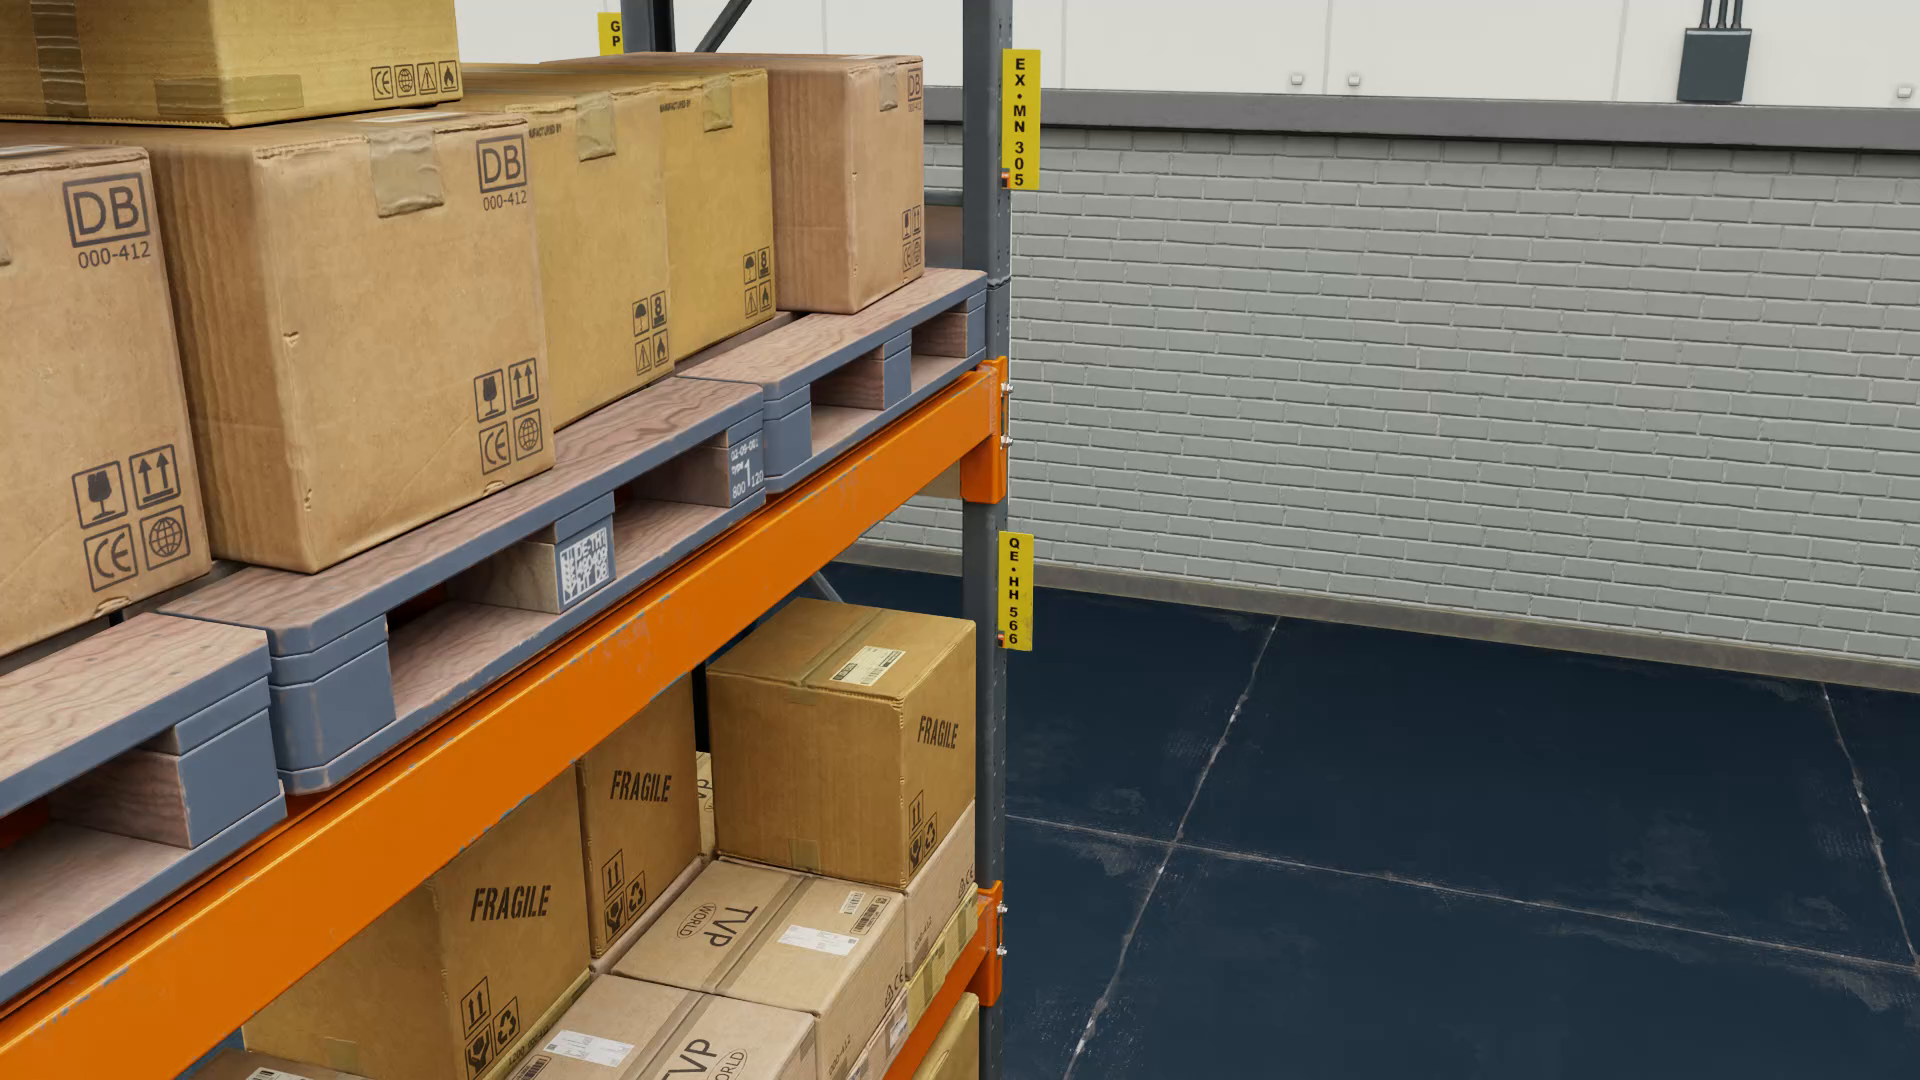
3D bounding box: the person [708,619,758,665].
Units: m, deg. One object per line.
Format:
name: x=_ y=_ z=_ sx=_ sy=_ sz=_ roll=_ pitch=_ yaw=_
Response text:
person: x=-1.150 y=0.288 z=8.226 sx=0.397 sy=1.603 sz=0.444 roll=6 pitch=20 yaw=17
